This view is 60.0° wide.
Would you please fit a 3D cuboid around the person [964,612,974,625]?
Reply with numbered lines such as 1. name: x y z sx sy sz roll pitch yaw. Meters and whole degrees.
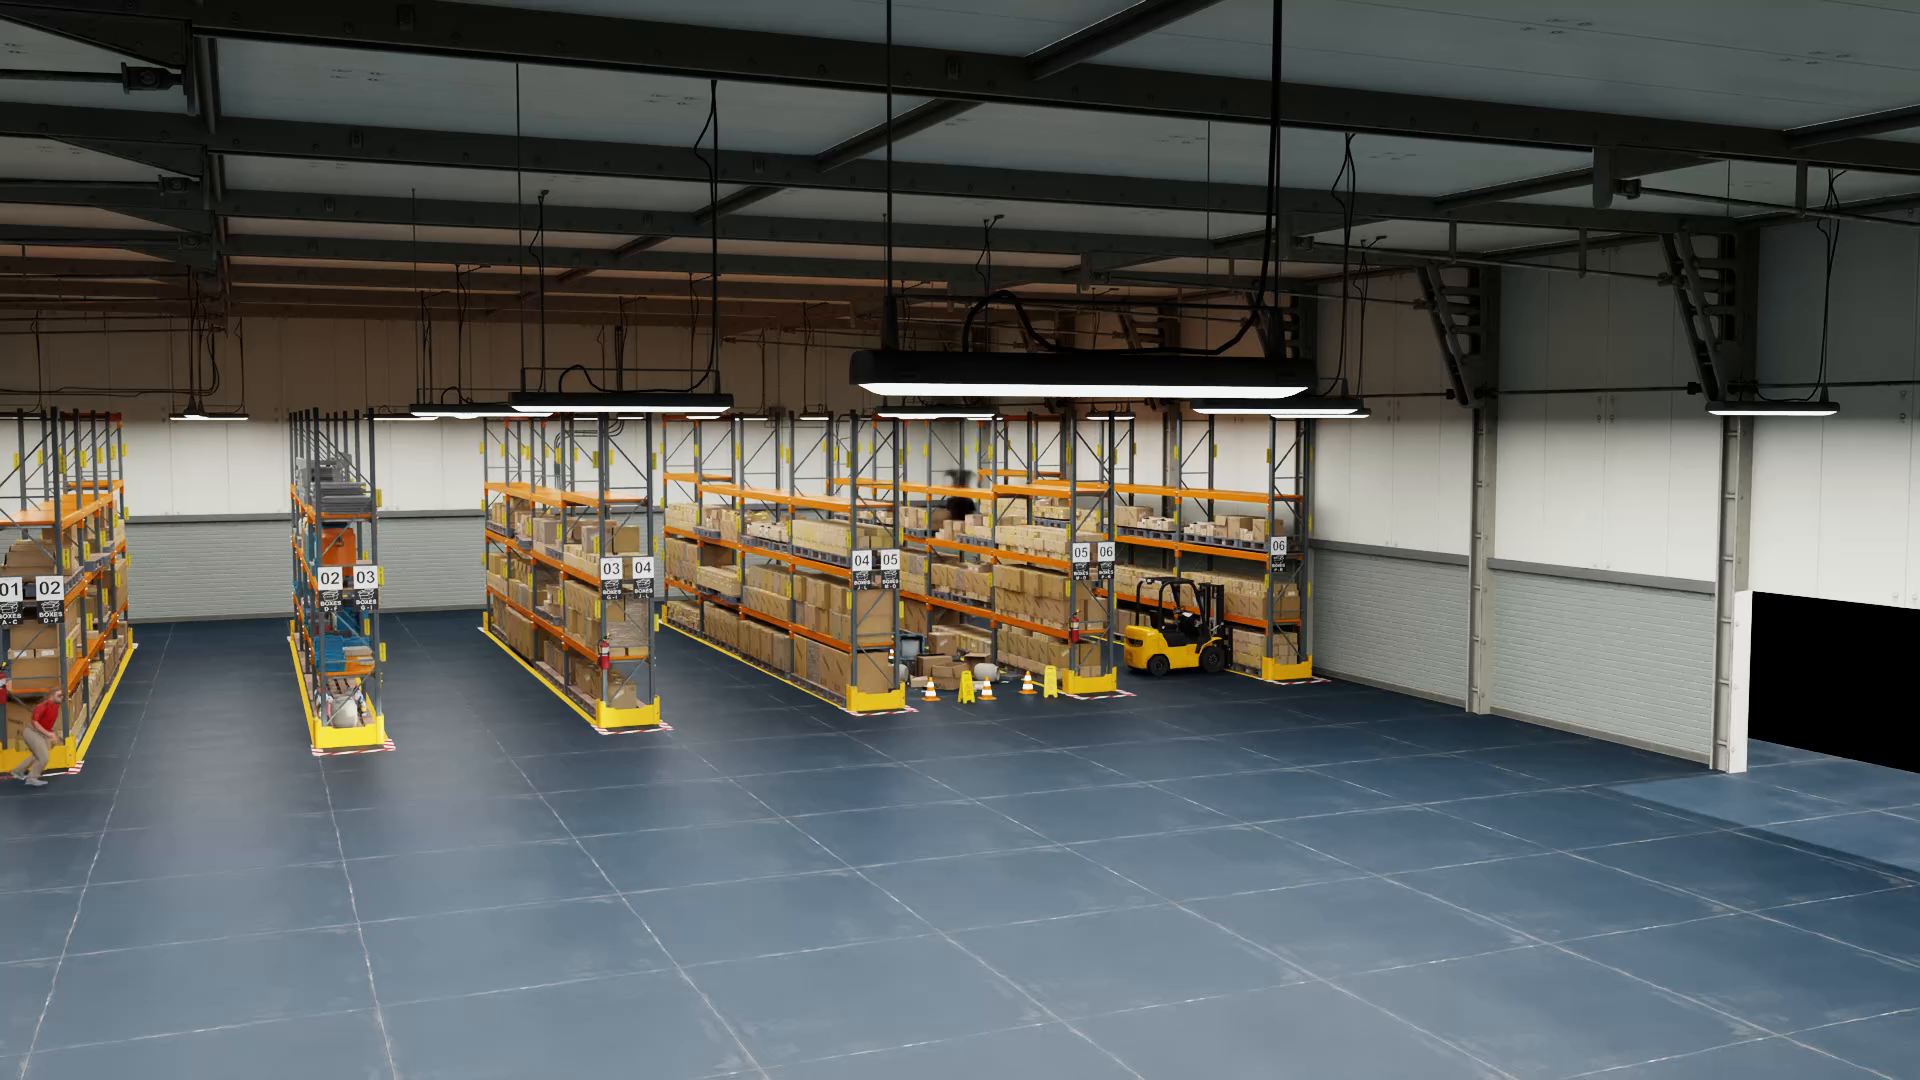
1. person: 0.161 1.591 46.803 0.697 1.726 0.598 -4 6 -45

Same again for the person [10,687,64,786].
1. person: -14.591 3.101 26.266 0.891 1.567 0.668 -1 4 -11
